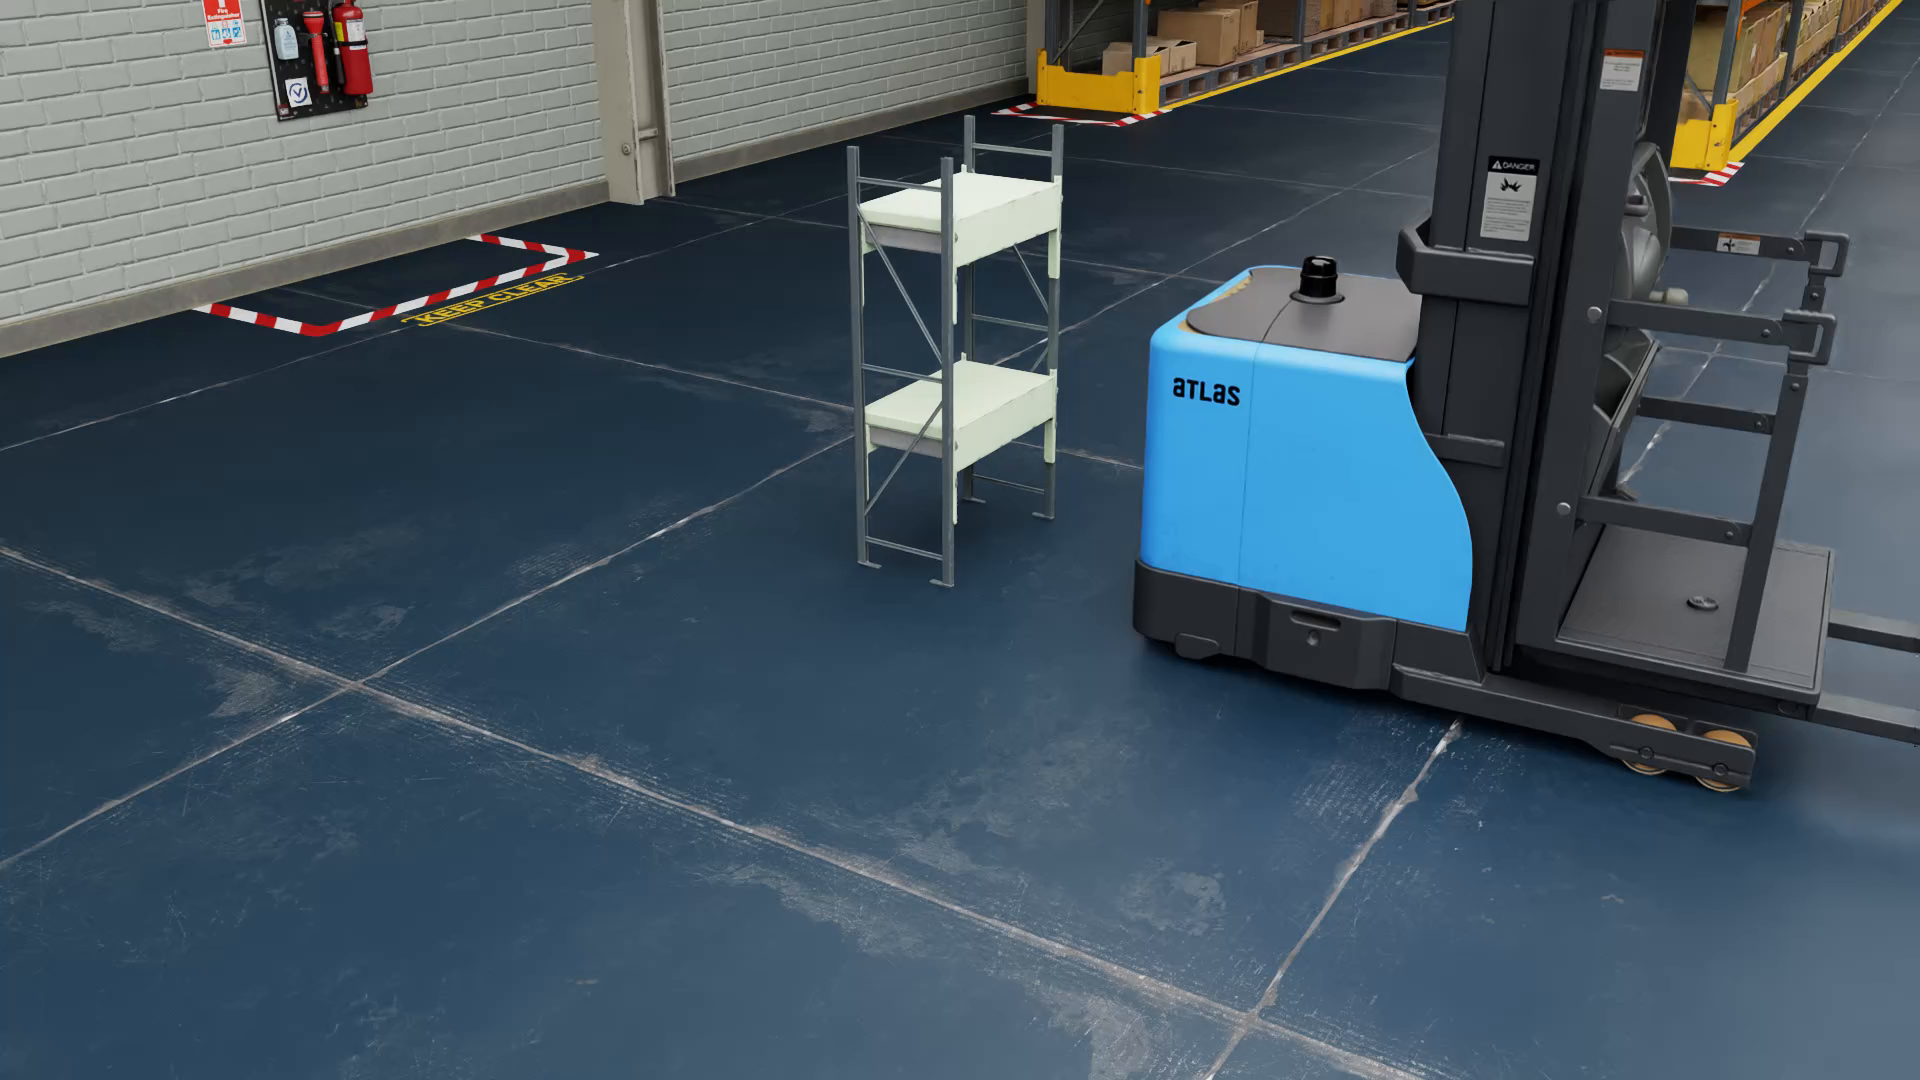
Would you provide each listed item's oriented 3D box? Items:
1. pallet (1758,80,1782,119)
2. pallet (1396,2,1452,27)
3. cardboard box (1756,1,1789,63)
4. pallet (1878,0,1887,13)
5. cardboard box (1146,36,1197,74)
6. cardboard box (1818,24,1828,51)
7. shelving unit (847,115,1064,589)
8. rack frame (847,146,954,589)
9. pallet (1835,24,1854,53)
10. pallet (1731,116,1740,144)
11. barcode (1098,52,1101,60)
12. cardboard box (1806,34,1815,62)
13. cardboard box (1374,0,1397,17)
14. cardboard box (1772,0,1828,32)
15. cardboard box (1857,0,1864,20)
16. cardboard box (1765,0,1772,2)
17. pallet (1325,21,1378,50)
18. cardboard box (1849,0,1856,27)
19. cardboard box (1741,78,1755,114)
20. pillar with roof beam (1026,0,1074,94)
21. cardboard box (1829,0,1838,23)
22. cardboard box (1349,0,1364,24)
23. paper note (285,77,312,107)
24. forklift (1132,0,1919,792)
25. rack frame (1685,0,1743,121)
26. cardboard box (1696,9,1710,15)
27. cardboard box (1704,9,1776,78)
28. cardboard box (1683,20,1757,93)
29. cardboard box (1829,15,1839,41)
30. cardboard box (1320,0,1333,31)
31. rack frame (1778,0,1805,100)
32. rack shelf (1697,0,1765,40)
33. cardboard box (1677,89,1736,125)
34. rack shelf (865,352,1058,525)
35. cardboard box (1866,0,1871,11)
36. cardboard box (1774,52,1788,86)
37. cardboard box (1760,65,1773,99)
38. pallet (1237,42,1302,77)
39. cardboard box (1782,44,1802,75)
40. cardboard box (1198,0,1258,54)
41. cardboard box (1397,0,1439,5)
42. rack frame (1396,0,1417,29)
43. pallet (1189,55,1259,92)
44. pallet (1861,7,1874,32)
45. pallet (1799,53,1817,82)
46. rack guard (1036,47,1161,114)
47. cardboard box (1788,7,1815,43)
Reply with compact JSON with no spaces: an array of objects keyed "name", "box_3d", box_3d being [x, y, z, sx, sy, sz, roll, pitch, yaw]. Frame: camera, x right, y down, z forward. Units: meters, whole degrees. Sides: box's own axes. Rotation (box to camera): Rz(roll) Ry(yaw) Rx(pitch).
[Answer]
[{"name":"pallet","box_3d":[7.114,-4.209,15.708,1.003,0.211,1.213,14,27,29]},{"name":"pallet","box_3d":[5.949,-7.106,22.399,1.003,0.211,1.213,14,27,29]},{"name":"cardboard box","box_3d":[7.237,-4.655,15.216,0.500,0.500,0.500,14,27,29]},{"name":"pallet","box_3d":[12.795,-7.814,24.035,1.003,0.211,1.213,14,27,29]},{"name":"cardboard box","box_3d":[1.991,-4.811,16.417,0.500,0.311,0.500,16,28,33]},{"name":"cardboard box","box_3d":[9.072,-5.457,18.013,0.500,0.250,0.500,15,27,30]},{"name":"shelving unit","box_3d":[-0.004,-0.686,5.947,0.431,1.500,0.755,14,27,29]},{"name":"rack frame","box_3d":[-0.197,-0.562,5.661,0.400,1.500,0.023,14,27,29]},{"name":"pallet","box_3d":[10.105,-6.063,19.990,1.003,0.211,1.213,14,27,29]},{"name":"pallet","box_3d":[5.827,-3.386,13.806,1.003,0.211,1.213,14,27,29]},{"name":"barcode","box_3d":[1.360,-4.712,16.179,0.001,0.075,0.075,14,27,29]},{"name":"cardboard box","box_3d":[8.534,-5.111,17.214,0.500,0.250,0.500,13,27,27]},{"name":"cardboard box","box_3d":[5.133,-6.936,21.090,0.700,0.500,0.500,14,27,30]},{"name":"cardboard box","box_3d":[8.809,-5.543,17.506,0.500,0.311,0.500,15,27,30]},{"name":"cardboard box","box_3d":[10.973,-6.771,20.707,0.500,0.500,0.500,13,27,27]},{"name":"cardboard box","box_3d":[8.342,-5.647,17.746,0.500,0.311,0.500,13,27,28]},{"name":"pallet","box_3d":[4.411,-6.182,20.265,1.003,0.211,1.213,14,27,29]},{"name":"cardboard box","box_3d":[10.433,-6.425,19.909,0.500,0.500,0.500,13,27,27]},{"name":"cardboard box","box_3d":[6.456,-3.802,14.190,0.500,0.250,0.500,14,27,29]},{"name":"pillar with roof beam","box_3d":[4.541,-7.704,12.719,9.100,9.000,0.400,14,27,29]},{"name":"cardboard box","box_3d":[9.343,-5.882,18.288,0.500,0.311,0.500,13,27,28]},{"name":"cardboard box","box_3d":[4.525,-6.613,20.344,0.700,0.500,0.500,14,27,29]},{"name":"paper note","box_3d":[-3.770,-2.552,9.479,0.016,0.148,0.142,14,27,29]},{"name":"forklift","box_3d":[2.109,-0.886,4.606,3.031,2.935,1.130,12,26,25]},{"name":"rack frame","box_3d":[5.459,-4.399,12.635,1.000,3.000,0.127,14,27,29]},{"name":"cardboard box","box_3d":[6.269,-4.426,14.687,0.500,0.500,0.500,14,27,29]},{"name":"cardboard box","box_3d":[6.725,-4.314,14.428,0.500,0.500,0.500,14,27,29]},{"name":"cardboard box","box_3d":[6.193,-3.977,13.650,0.500,0.500,0.500,14,27,29]},{"name":"cardboard box","box_3d":[9.609,-5.801,18.807,0.500,0.250,0.500,15,27,30]},{"name":"cardboard box","box_3d":[3.963,-6.277,19.567,0.700,0.500,0.500,13,27,28]},{"name":"rack frame","box_3d":[7.569,-5.749,15.754,1.000,3.000,0.127,14,27,29]},{"name":"rack shelf","box_3d":[6.514,-4.744,14.337,1.077,0.370,4.000,14,27,29]},{"name":"cardboard box","box_3d":[5.931,-3.464,13.408,0.500,0.250,0.500,14,27,29]},{"name":"rack shelf","box_3d":[-0.004,-0.387,6.076,0.431,0.370,0.720,14,27,29]},{"name":"cardboard box","box_3d":[11.504,-7.112,21.495,0.500,0.500,0.500,14,27,29]},{"name":"cardboard box","box_3d":[7.510,-4.477,15.749,0.500,0.250,0.500,14,27,29]},{"name":"cardboard box","box_3d":[6.987,-4.139,14.967,0.500,0.250,0.500,14,27,29]},{"name":"pallet","box_3d":[3.035,-5.272,18.162,1.003,0.211,1.213,14,27,29]},{"name":"cardboard box","box_3d":[7.992,-4.764,16.411,0.500,0.250,0.500,13,27,28]},{"name":"cardboard box","box_3d":[2.845,-5.482,17.729,0.500,0.500,0.500,12,26,25]},{"name":"cardboard box","box_3d":[5.968,-7.563,22.121,0.750,0.750,0.750,13,27,28]},{"name":"rack frame","box_3d":[5.469,-8.136,21.267,1.000,3.000,0.127,14,27,29]},{"name":"pallet","box_3d":[2.392,-4.858,17.207,1.003,0.211,1.213,14,27,29]},{"name":"pallet","box_3d":[11.392,-6.887,21.892,1.003,0.211,1.213,14,27,29]},{"name":"pallet","box_3d":[8.567,-5.139,17.856,1.003,0.211,1.213,14,27,29]},{"name":"rack guard","box_3d":[1.289,-4.314,15.586,1.175,0.500,0.348,14,27,29]},{"name":"cardboard box","box_3d":[8.267,-5.192,16.694,0.500,0.311,0.500,14,27,28]}]
